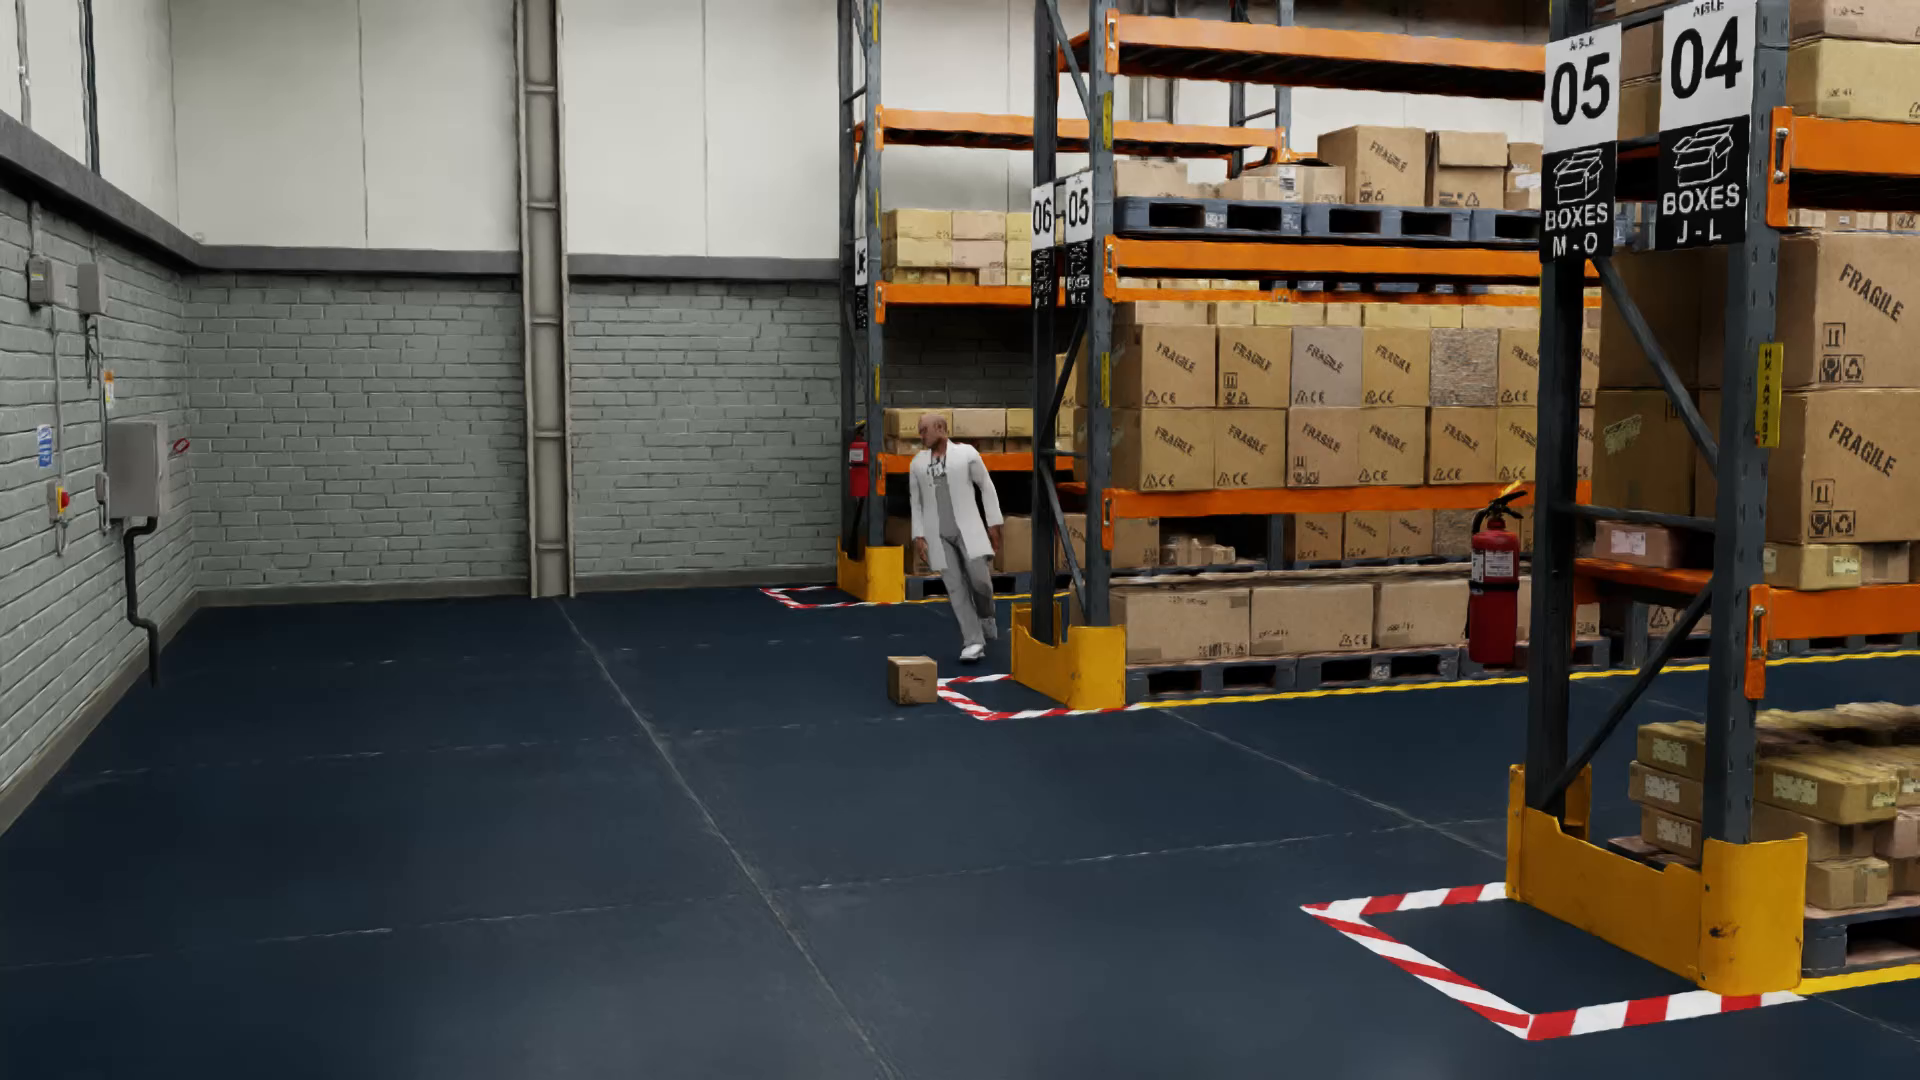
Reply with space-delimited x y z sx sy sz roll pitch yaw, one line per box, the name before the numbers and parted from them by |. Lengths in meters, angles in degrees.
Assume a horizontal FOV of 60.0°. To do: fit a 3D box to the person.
person | -0.030 0.003 11.742 0.690 1.656 0.678 1 6 8
